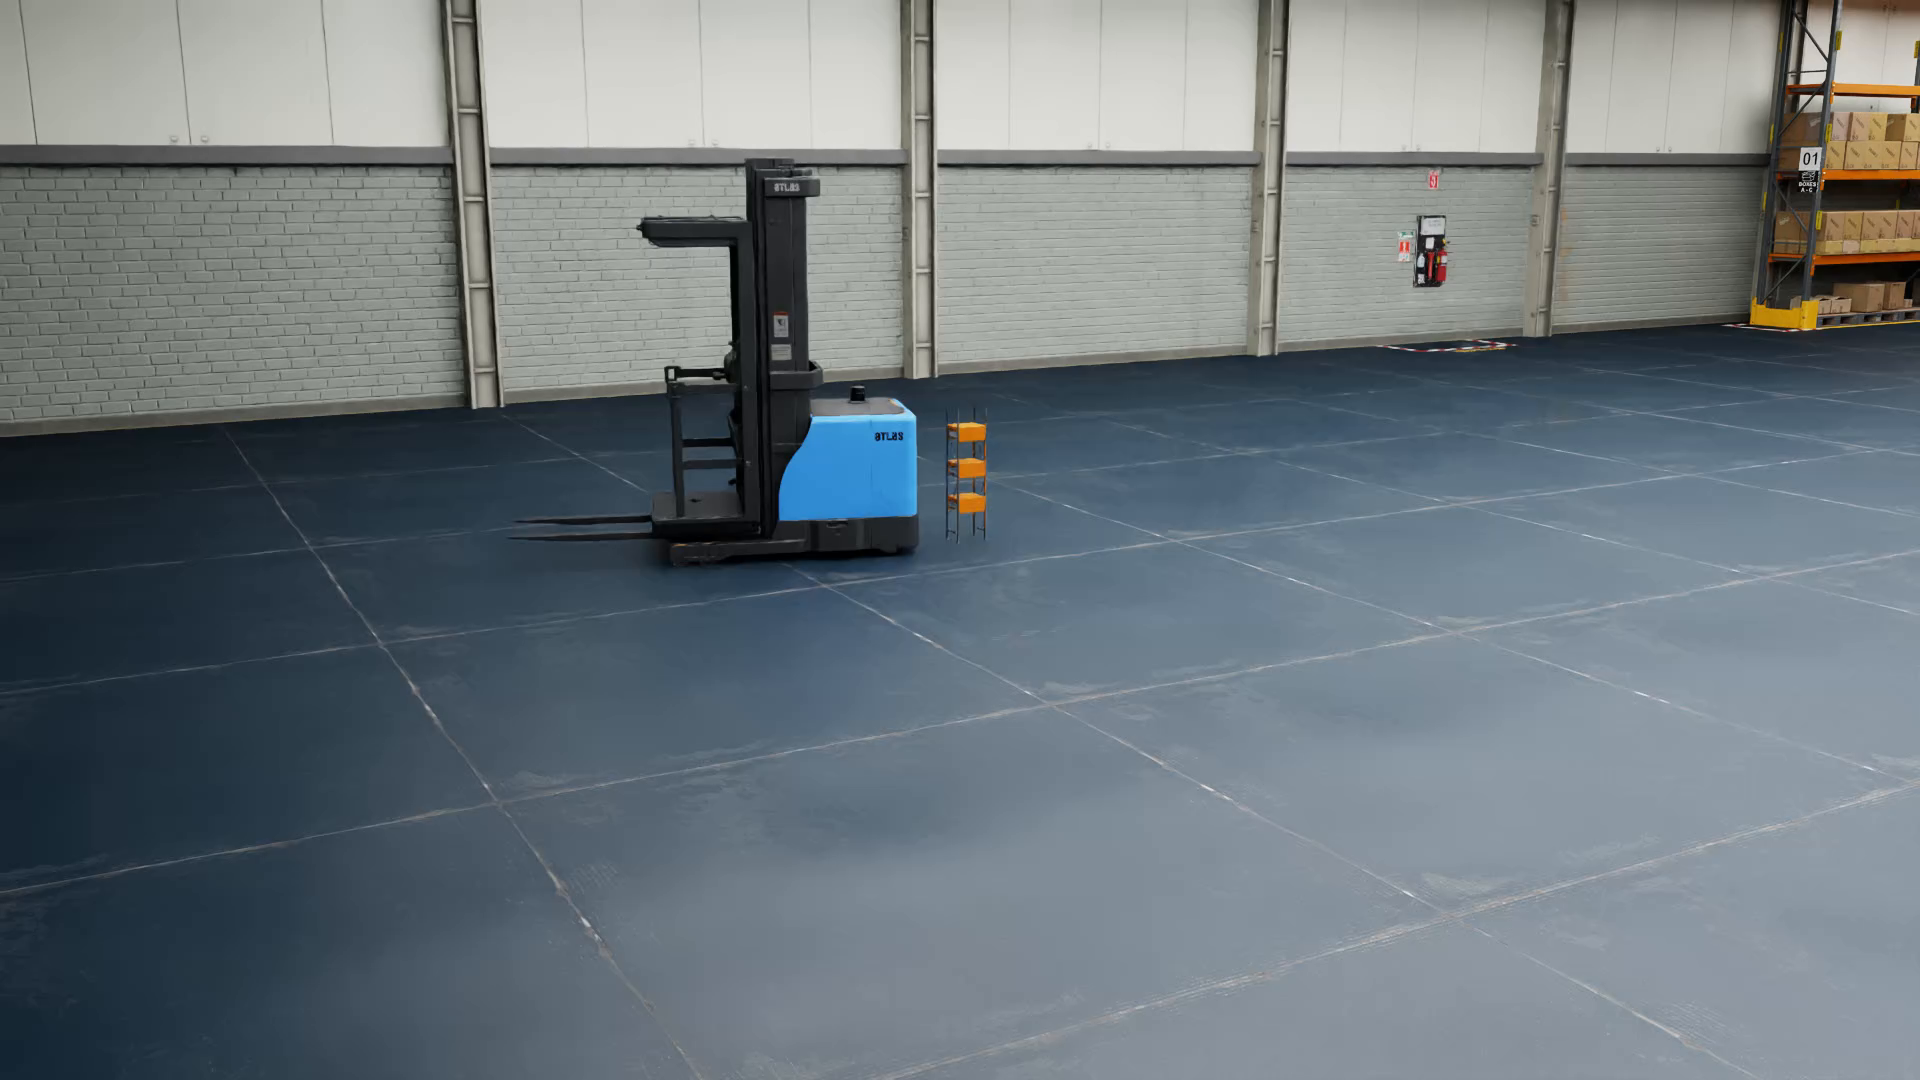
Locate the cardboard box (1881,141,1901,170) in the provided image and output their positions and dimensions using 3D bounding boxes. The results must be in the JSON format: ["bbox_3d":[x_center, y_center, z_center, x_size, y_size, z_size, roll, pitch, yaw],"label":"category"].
[{"bbox_3d":[16.864,-7.060,30.541,0.500,0.500,0.500,-6,14,-24],"label":"cardboard box"}]

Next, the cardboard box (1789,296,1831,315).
[{"bbox_3d":[15.699,-4.344,30.700,0.500,0.311,0.500,-9,15,-34],"label":"cardboard box"}]

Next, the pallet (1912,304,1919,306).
[{"bbox_3d":[19.242,-4.528,32.748,1.213,0.211,1.003,-7,14,-28],"label":"pallet"}]

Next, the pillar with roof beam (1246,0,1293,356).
[{"bbox_3d":[6.779,-6.460,21.320,0.400,9.000,9.100,-7,14,-28],"label":"pillar with roof beam"}]

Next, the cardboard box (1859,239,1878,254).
[{"bbox_3d":[16.528,-5.422,30.665,0.500,0.250,0.500,-7,15,-29],"label":"cardboard box"}]

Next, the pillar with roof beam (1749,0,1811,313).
[{"bbox_3d":[17.311,-7.723,26.929,0.400,9.000,9.100,-7,14,-28],"label":"pillar with roof beam"}]

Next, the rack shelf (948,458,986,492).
[{"bbox_3d":[0.047,-0.507,13.021,0.240,0.259,0.215,-7,14,-28],"label":"rack shelf"}]

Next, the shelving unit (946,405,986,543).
[{"bbox_3d":[0.047,-0.518,13.019,0.252,1.050,0.215,-7,14,-28],"label":"shelving unit"}]

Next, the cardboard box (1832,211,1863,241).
[{"bbox_3d":[16.050,-5.730,30.327,0.500,0.500,0.500,-7,14,-28],"label":"cardboard box"}]

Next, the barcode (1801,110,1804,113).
[{"bbox_3d":[15.432,-7.849,30.450,0.075,0.075,0.001,-7,14,-28],"label":"barcode"}]

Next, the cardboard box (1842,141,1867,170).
[{"bbox_3d":[15.951,-6.944,30.027,0.500,0.500,0.500,-6,14,-24],"label":"cardboard box"}]

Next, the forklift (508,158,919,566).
[{"bbox_3d":[-1.880,-1.361,12.480,3.031,2.935,1.130,-2,13,-10],"label":"forklift"}]

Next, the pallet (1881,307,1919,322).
[{"bbox_3d":[17.987,-4.368,32.038,1.213,0.211,1.003,-7,14,-28],"label":"pallet"}]

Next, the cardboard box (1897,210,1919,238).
[{"bbox_3d":[17.858,-5.946,31.284,0.500,0.500,0.500,-7,14,-28],"label":"cardboard box"}]

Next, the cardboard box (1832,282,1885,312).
[{"bbox_3d":[16.867,-4.563,31.245,0.500,0.500,0.700,-8,15,-31],"label":"cardboard box"}]

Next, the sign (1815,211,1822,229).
[{"bbox_3d":[15.309,-5.703,29.647,0.005,0.325,0.100,-7,14,-28],"label":"sign"}]

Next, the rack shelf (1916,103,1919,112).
[{"bbox_3d":[20.315,-8.397,32.475,4.000,0.370,1.077,-7,14,-28],"label":"rack shelf"}]

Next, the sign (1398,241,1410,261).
[{"bbox_3d":[7.260,-4.721,27.173,0.234,0.329,0.001,-7,14,-28],"label":"sign"}]

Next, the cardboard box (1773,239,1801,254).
[{"bbox_3d":[15.366,-5.408,30.605,0.500,0.250,0.500,-7,14,-27],"label":"cardboard box"}]

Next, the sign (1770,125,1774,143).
[{"bbox_3d":[14.800,-7.390,30.264,0.005,0.325,0.100,-7,14,-28],"label":"sign"}]

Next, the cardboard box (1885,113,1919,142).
[{"bbox_3d":[17.320,-7.594,30.639,0.500,0.500,0.500,-7,15,-30],"label":"cardboard box"}]

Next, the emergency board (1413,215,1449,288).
[{"bbox_3d":[7.795,-4.742,27.347,0.643,1.169,0.194,-7,14,-28],"label":"emergency board"}]

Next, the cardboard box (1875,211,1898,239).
[{"bbox_3d":[16.954,-5.840,30.814,0.500,0.500,0.500,-6,14,-26],"label":"cardboard box"}]

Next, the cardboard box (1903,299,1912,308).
[{"bbox_3d":[18.105,-4.576,32.063,0.250,0.166,0.380,-9,16,-35],"label":"cardboard box"}]

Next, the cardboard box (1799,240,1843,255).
[{"bbox_3d":[15.629,-5.312,30.177,0.500,0.250,0.500,-7,15,-29],"label":"cardboard box"}]

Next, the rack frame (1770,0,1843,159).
[{"bbox_3d":[15.049,-8.312,29.548,0.127,3.000,1.000,-7,14,-28],"label":"rack frame"}]

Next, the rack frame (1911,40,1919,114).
[{"bbox_3d":[18.560,-8.733,31.418,0.127,3.000,1.000,-7,14,-28],"label":"rack frame"}]

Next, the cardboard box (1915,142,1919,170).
[{"bbox_3d":[17.785,-7.176,31.060,0.500,0.500,0.500,-8,15,-33],"label":"cardboard box"}]

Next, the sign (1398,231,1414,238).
[{"bbox_3d":[7.269,-4.978,27.109,0.331,0.109,0.001,-7,14,-28],"label":"sign"}]

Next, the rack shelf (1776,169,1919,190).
[{"bbox_3d":[16.804,-6.708,30.891,4.000,0.370,1.077,-7,14,-28],"label":"rack shelf"}]

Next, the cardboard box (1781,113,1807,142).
[{"bbox_3d":[15.302,-7.491,30.180,0.500,0.500,0.500,-6,14,-25],"label":"cardboard box"}]

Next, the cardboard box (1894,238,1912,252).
[{"bbox_3d":[17.414,-5.528,31.135,0.500,0.250,0.500,-7,14,-28],"label":"cardboard box"}]

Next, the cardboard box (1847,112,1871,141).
[{"bbox_3d":[15.968,-7.432,29.917,0.500,0.500,0.500,-7,14,-29],"label":"cardboard box"}]

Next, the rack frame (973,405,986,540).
[{"bbox_3d":[0.154,-0.531,13.076,0.008,1.050,0.200,-7,14,-28],"label":"rack frame"}]

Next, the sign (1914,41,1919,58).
[{"bbox_3d":[18.289,-9.372,31.770,0.005,0.325,0.100,-7,14,-28],"label":"sign"}]

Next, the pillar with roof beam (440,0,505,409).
[{"bbox_3d":[-3.754,-5.198,15.710,0.400,9.000,9.100,-7,14,-28],"label":"pillar with roof beam"}]

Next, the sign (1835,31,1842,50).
[{"bbox_3d":[15.309,-8.702,28.972,0.005,0.325,0.100,-7,14,-28],"label":"sign"}]

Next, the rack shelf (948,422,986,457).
[{"bbox_3d":[0.047,-0.784,12.959,0.240,0.259,0.215,-7,14,-28],"label":"rack shelf"}]
